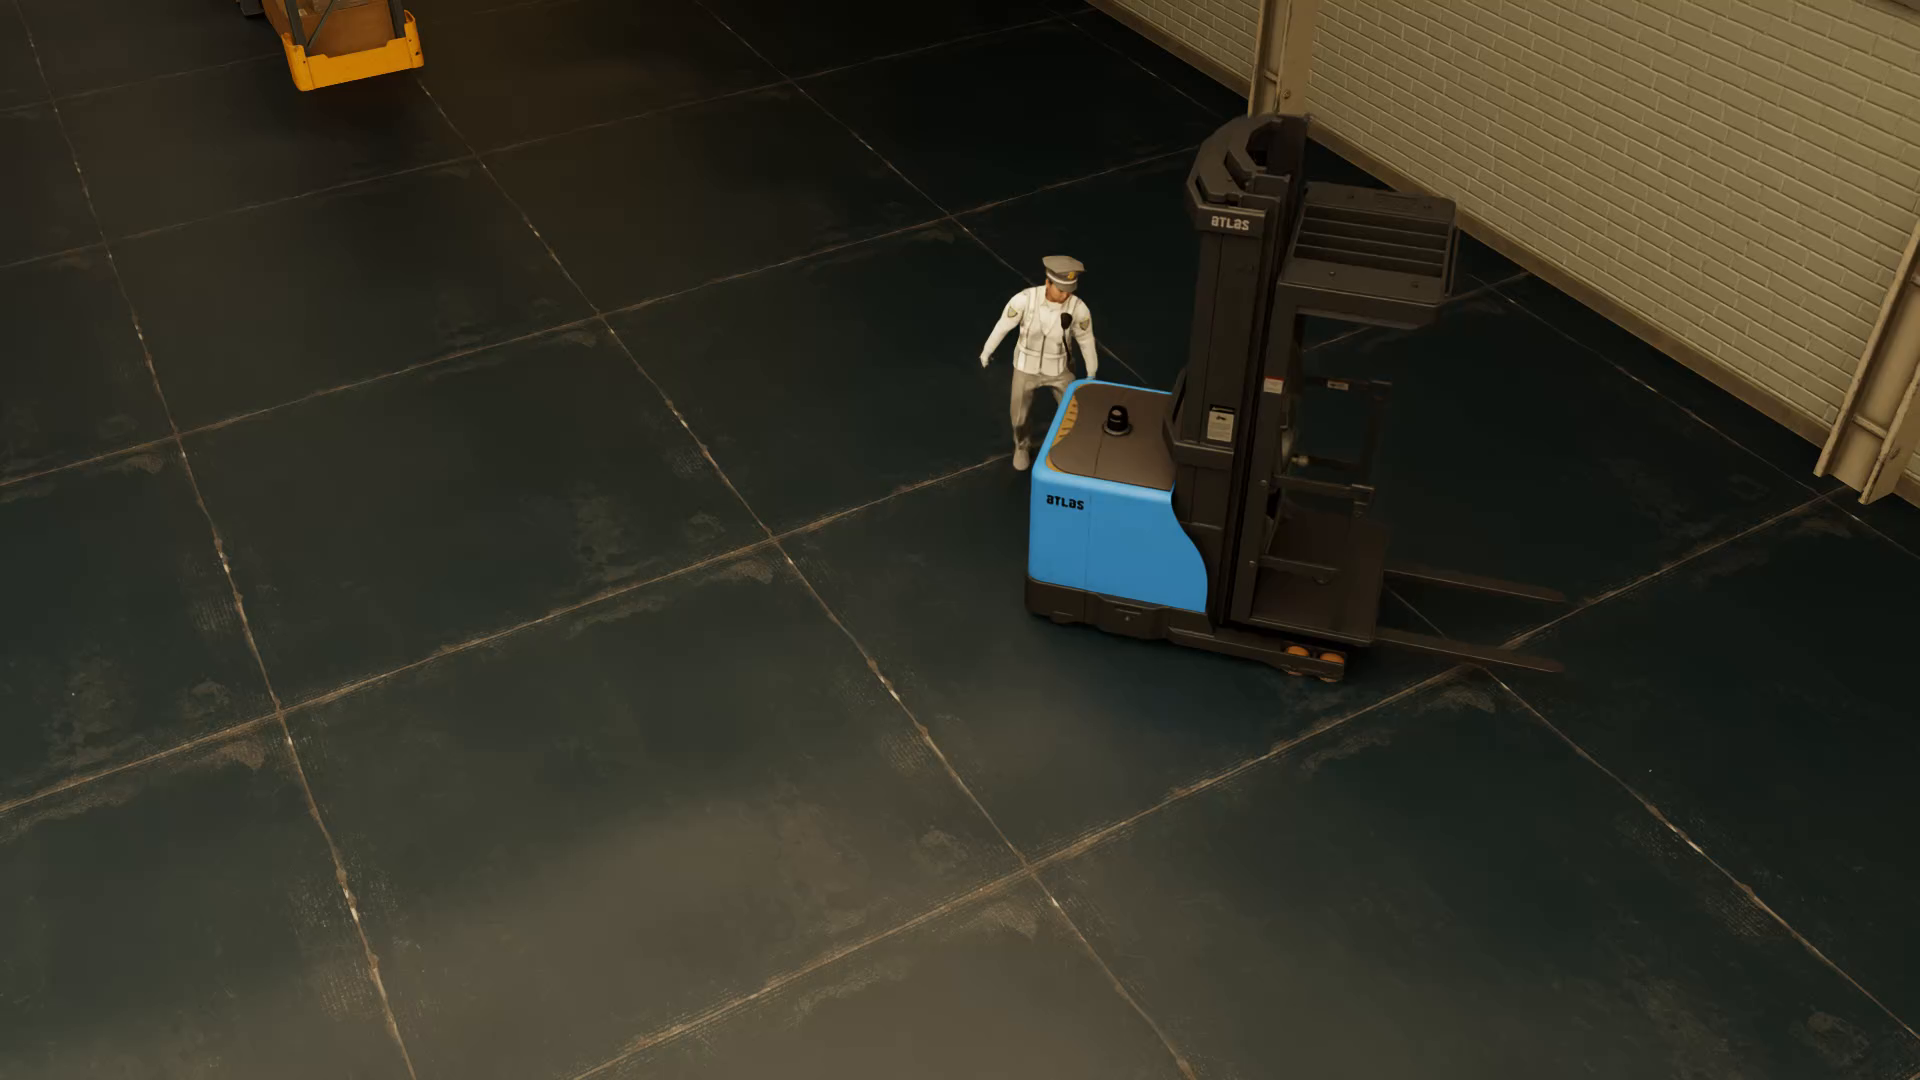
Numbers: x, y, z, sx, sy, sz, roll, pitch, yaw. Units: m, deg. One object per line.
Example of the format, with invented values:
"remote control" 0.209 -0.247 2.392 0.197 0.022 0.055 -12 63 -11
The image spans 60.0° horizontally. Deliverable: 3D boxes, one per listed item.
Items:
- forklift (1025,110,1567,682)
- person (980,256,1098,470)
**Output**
"forklift" 1.955 -0.708 8.890 3.031 2.935 1.130 11 41 13
"person" 0.525 -1.081 10.404 0.812 1.652 0.449 7 40 8
